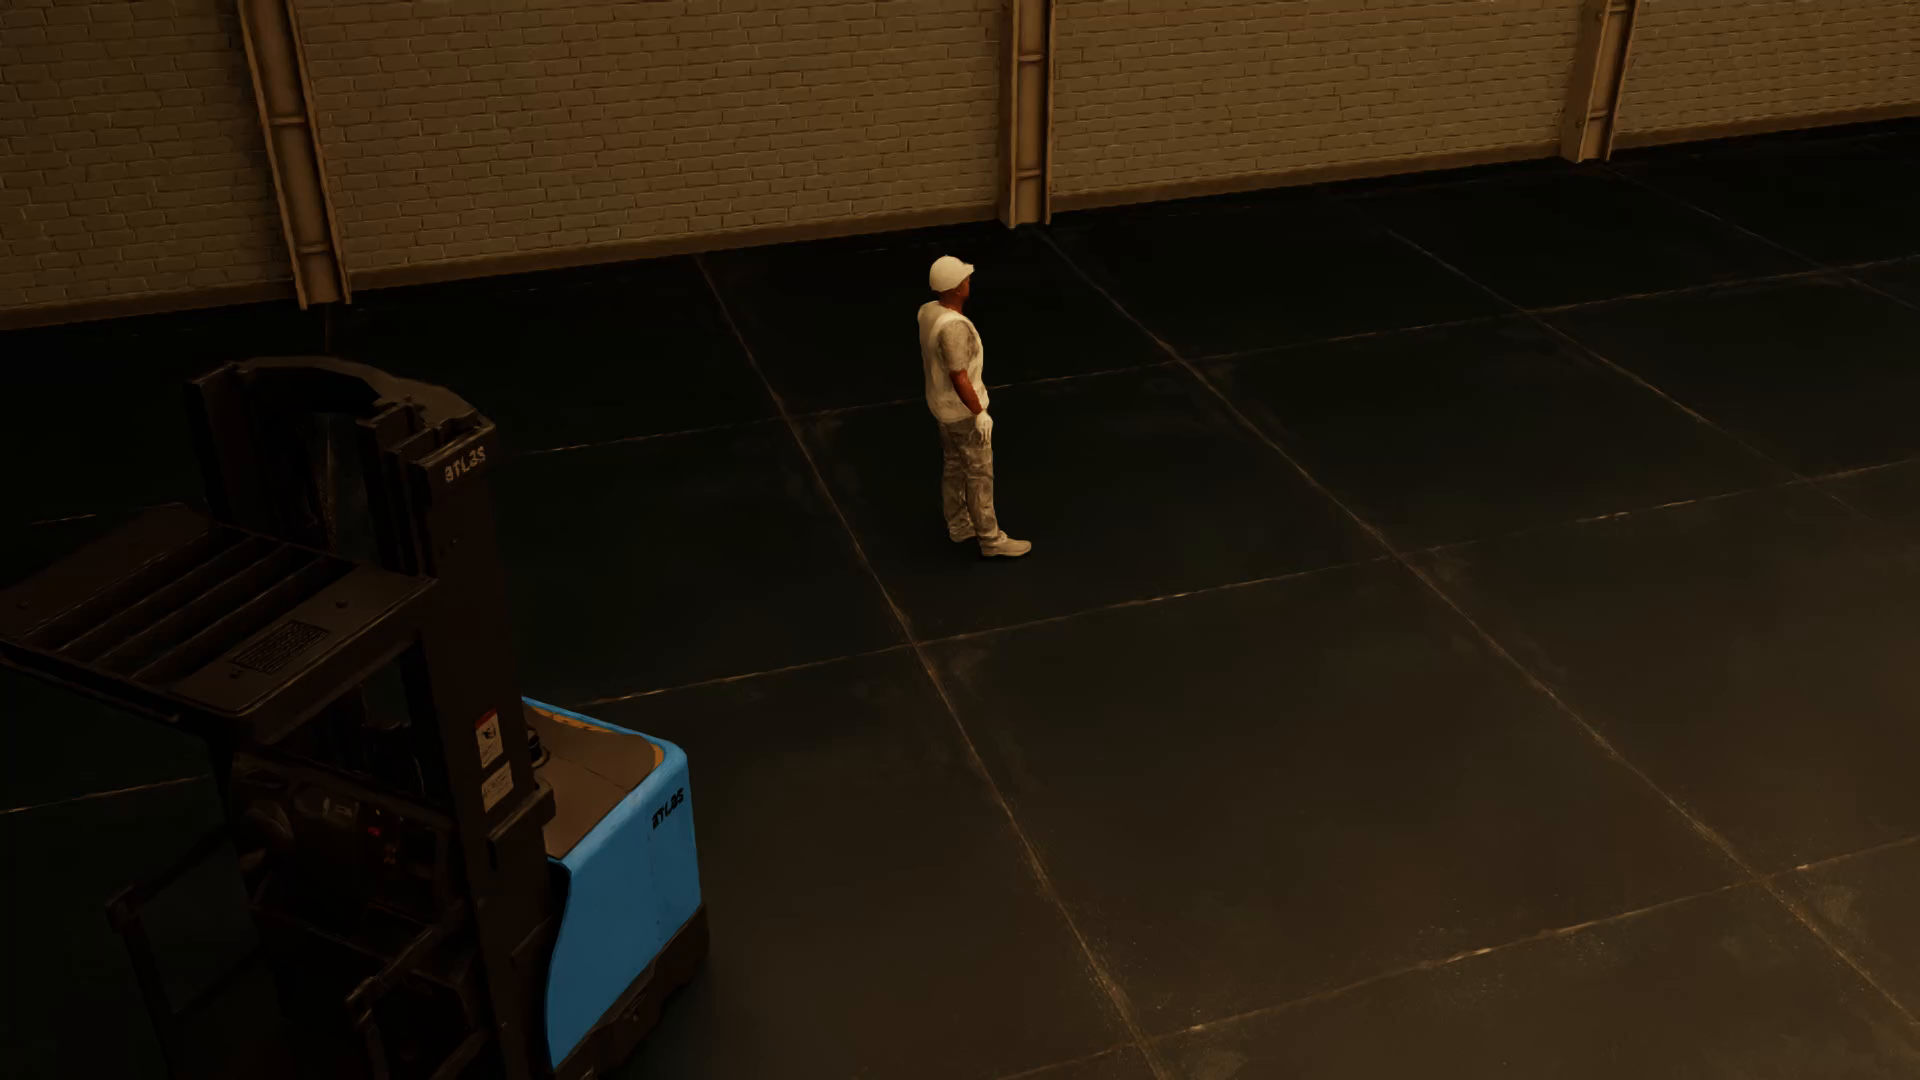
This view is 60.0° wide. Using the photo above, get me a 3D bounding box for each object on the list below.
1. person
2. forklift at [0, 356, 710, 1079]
[{"bbox_3d":[0.071,-0.787,9.591,0.576,1.782,0.655,-10,31,-16],"label":"person"},{"bbox_3d":[-2.136,1.024,5.307,1.130,2.935,3.031,13,33,22],"label":"forklift"}]
